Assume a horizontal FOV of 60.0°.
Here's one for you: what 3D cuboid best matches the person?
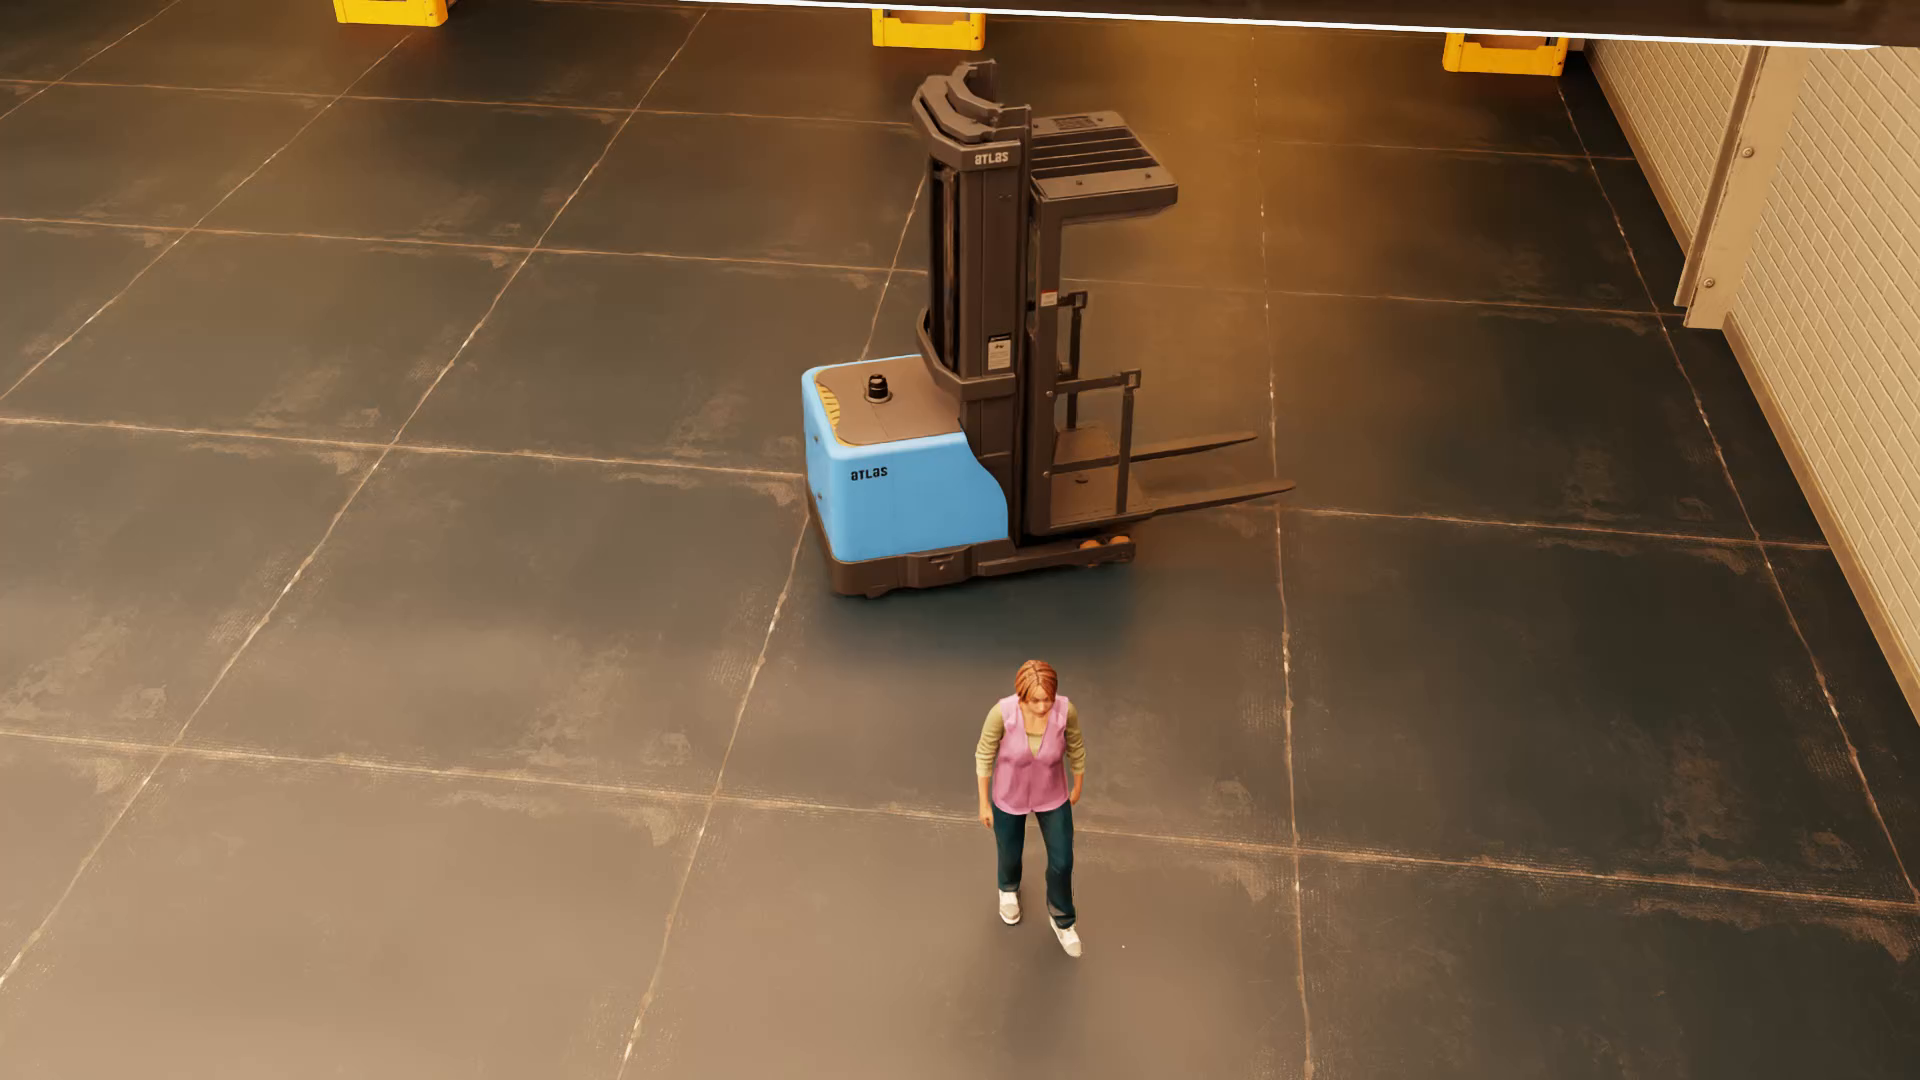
[{"bbox_3d":[0.324,1.209,7.560,0.497,1.625,0.499,-2,36,-3],"label":"person"}]

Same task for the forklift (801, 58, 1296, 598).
[{"bbox_3d":[0.596,-1.305,9.800,3.031,2.935,1.130,-9,37,-12],"label":"forklift"}]
